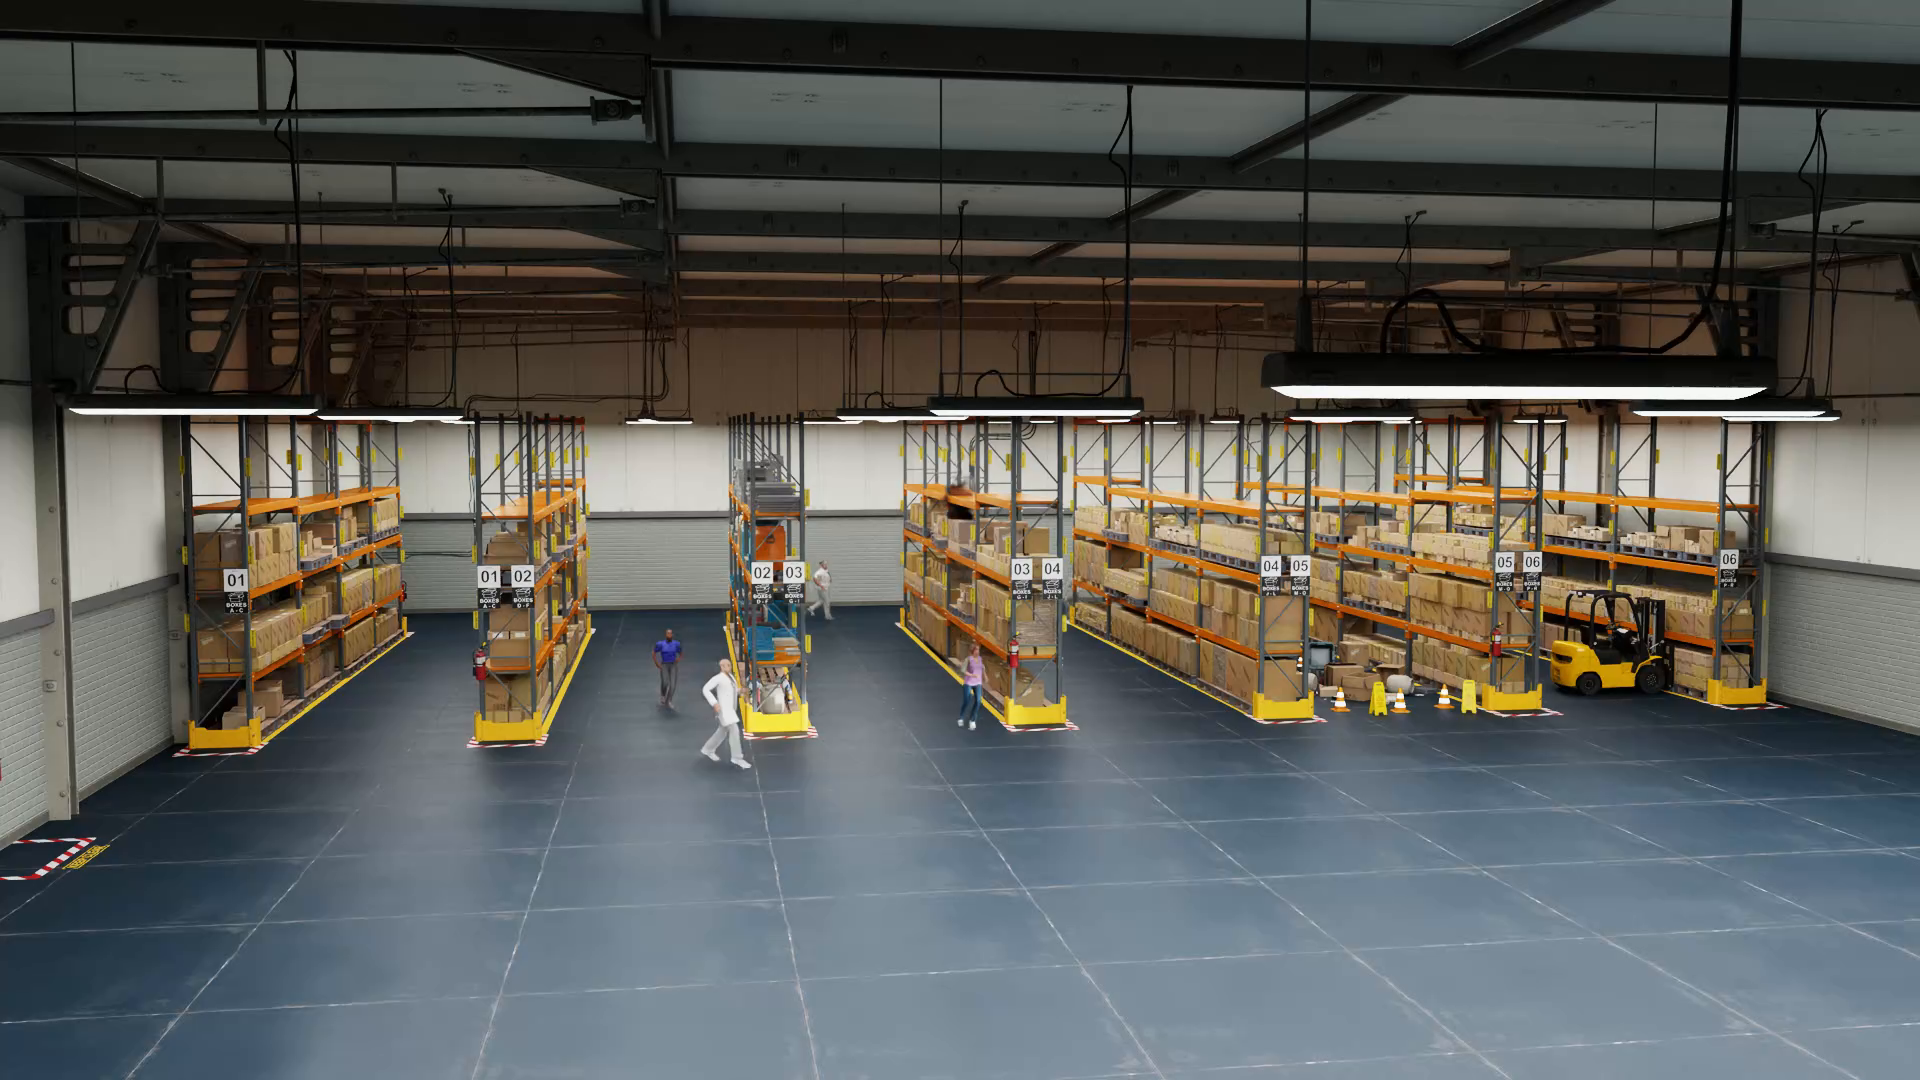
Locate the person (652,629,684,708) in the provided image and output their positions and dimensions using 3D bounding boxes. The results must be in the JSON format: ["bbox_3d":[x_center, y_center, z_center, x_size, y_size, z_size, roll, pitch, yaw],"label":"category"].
[{"bbox_3d":[-5.916,2.613,33.828,0.636,1.613,0.500,-1,4,-17],"label":"person"}]

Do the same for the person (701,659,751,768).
[{"bbox_3d":[-3.931,2.908,28.028,0.941,1.813,0.689,1,4,15],"label":"person"}]

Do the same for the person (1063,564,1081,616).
[{"bbox_3d":[3.461,1.540,49.859,0.754,1.663,0.738,0,4,1],"label":"person"}]

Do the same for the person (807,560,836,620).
[{"bbox_3d":[-4.112,1.468,49.370,0.873,1.796,0.650,1,4,9],"label":"person"}]

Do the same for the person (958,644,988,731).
[{"bbox_3d":[0.273,2.777,31.661,0.591,1.614,0.589,-2,4,-26],"label":"person"}]
